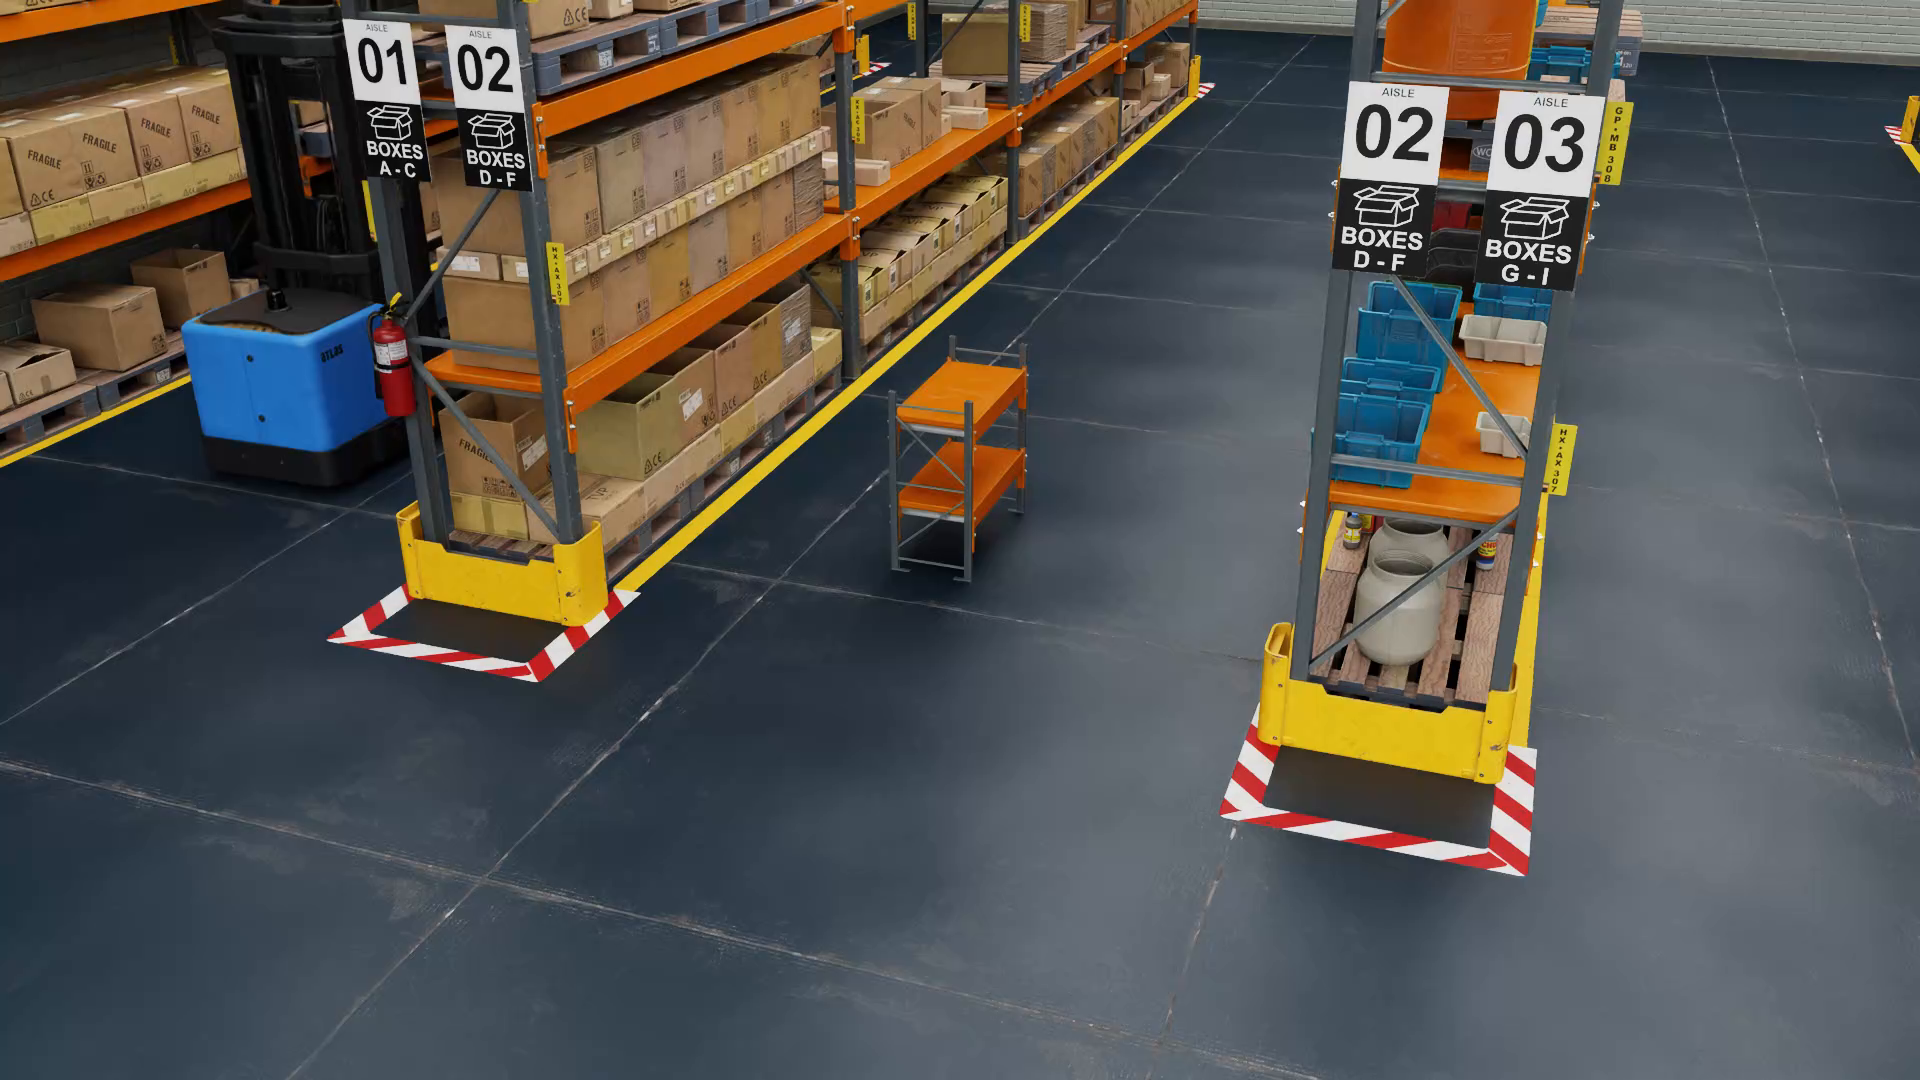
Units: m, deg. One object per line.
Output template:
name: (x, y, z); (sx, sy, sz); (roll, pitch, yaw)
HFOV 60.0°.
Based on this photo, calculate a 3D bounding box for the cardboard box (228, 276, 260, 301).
cardboard box: (-6.080, -2.084, 13.859); (0.380, 0.166, 0.250); (5, 26, 11)

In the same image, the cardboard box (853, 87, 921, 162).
cardboard box: (-0.645, -3.449, 13.817); (0.500, 0.500, 0.500); (9, 27, 18)

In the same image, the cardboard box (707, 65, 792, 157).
cardboard box: (-1.566, -2.907, 11.208); (0.700, 0.500, 0.500); (9, 27, 17)

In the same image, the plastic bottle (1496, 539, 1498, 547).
plastic bottle: (3.071, -0.071, 9.566); (0.061, 0.283, 0.133); (9, 27, 18)

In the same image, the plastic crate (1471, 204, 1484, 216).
plastic crate: (3.726, -2.610, 12.442); (0.450, 0.188, 0.662); (9, 27, 17)

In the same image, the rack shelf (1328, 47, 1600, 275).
rack shelf: (2.747, -2.153, 8.639); (1.077, 0.370, 4.000); (9, 27, 17)

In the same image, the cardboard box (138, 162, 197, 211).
cardboard box: (-6.128, -2.676, 12.484); (0.500, 0.250, 0.500); (9, 27, 17)

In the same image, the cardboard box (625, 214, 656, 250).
cardboard box: (-1.999, -1.807, 9.680); (0.380, 0.149, 0.250); (8, 27, 17)

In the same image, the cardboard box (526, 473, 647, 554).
cardboard box: (-2.200, -0.165, 9.821); (0.500, 0.250, 0.500); (9, 27, 17)

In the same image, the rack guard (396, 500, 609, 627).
rack guard: (-2.597, 0.110, 9.449); (1.175, 0.500, 0.348); (9, 27, 17)

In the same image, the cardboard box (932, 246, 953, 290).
cardboard box: (-0.378, -2.382, 14.401); (0.500, 0.250, 0.500); (9, 27, 18)

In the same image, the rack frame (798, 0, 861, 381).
rack frame: (-1.258, -2.669, 12.320); (1.000, 3.000, 0.127); (9, 27, 17)

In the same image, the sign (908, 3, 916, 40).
sign: (-0.441, -4.873, 15.634); (0.100, 0.325, 0.005); (9, 27, 17)

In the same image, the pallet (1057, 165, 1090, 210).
pallet: (0.765, -3.858, 17.977); (1.003, 0.211, 1.213); (9, 27, 17)

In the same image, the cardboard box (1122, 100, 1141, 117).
cardboard box: (2.027, -5.377, 20.660); (0.380, 0.166, 0.250); (9, 27, 17)

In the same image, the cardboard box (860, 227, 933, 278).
cardboard box: (-0.543, -2.424, 13.844); (0.500, 0.311, 0.500); (8, 27, 16)

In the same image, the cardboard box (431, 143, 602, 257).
cardboard box: (-2.404, -1.866, 9.058); (0.700, 0.500, 0.500); (9, 27, 18)

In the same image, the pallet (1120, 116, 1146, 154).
pallet: (1.634, -4.983, 20.300); (1.003, 0.211, 1.213); (9, 27, 17)

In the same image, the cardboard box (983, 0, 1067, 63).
cardboard box: (0.661, -5.170, 16.889); (0.700, 0.500, 0.500); (14, 29, 27)

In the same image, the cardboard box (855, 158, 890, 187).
cardboard box: (-0.770, -2.890, 13.065); (0.380, 0.149, 0.250); (9, 27, 17)

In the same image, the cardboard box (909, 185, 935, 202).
cardboard box: (-0.545, -3.127, 15.295); (0.500, 0.311, 0.500); (8, 27, 16)

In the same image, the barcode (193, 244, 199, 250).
barcode: (-6.336, -2.415, 13.793); (0.001, 0.075, 0.075); (9, 27, 17)

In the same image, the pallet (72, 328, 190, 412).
pallet: (-6.525, -1.346, 12.788); (1.003, 0.211, 1.213); (9, 27, 17)

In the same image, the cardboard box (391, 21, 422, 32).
cardboard box: (-5.140, -4.563, 15.612); (0.700, 0.500, 0.500); (9, 27, 17)

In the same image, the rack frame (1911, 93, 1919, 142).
rack frame: (12.076, -6.162, 19.535); (1.000, 3.000, 0.127); (9, 27, 17)

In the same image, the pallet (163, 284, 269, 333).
pallet: (-6.120, -1.849, 13.827); (1.003, 0.211, 1.213); (9, 27, 17)

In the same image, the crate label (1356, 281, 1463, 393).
crate label: (2.439, -1.117, 9.074); (0.502, 0.435, 0.616); (9, 27, 17)

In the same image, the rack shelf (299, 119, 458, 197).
rack shelf: (-5.265, -3.884, 15.655); (1.077, 0.370, 4.000); (9, 27, 17)

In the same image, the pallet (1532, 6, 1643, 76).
pallet: (3.264, -2.903, 9.579); (1.213, 0.211, 1.003); (9, 27, 17)

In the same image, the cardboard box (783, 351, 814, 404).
cardboard box: (-1.381, -1.194, 11.947); (0.500, 0.250, 0.500); (9, 27, 17)

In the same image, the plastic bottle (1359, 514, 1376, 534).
plastic bottle: (2.389, -0.195, 9.832); (0.152, 0.276, 0.135); (9, 27, 18)

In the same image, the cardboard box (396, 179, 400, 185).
cardboard box: (-5.388, -3.497, 15.533); (0.500, 0.250, 0.500); (8, 27, 16)

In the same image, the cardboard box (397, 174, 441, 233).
cardboard box: (-5.368, -3.187, 15.754); (0.700, 0.500, 0.500); (9, 27, 18)

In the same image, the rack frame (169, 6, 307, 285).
rack frame: (-5.930, -3.386, 13.800); (1.000, 3.000, 0.127); (9, 27, 17)

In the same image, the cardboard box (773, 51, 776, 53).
cardboard box: (-2.636, -6.436, 21.742); (0.380, 0.149, 0.250); (10, 27, 19)

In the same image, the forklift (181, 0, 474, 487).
forklift: (-4.079, -2.285, 11.606); (1.130, 2.935, 3.031); (8, 27, 17)

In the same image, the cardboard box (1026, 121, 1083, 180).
cardboard box: (1.004, -4.168, 17.779); (0.500, 0.500, 0.500); (8, 27, 16)

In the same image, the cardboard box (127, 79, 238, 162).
cardboard box: (-5.957, -3.220, 12.746); (0.500, 0.500, 0.500); (9, 27, 17)

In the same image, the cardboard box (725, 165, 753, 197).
cardboard box: (-1.570, -2.341, 10.784); (0.380, 0.149, 0.250); (10, 27, 19)

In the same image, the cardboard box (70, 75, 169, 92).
cardboard box: (-6.459, -3.290, 12.891); (0.500, 0.500, 0.500); (9, 27, 17)

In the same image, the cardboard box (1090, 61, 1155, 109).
cardboard box: (2.025, -5.804, 21.154); (0.797, 0.503, 0.637); (9, 27, 17)

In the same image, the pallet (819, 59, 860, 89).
pallet: (-2.129, -6.722, 23.891); (1.003, 0.211, 1.213); (9, 27, 17)

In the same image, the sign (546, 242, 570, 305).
sign: (-2.067, -1.367, 8.548); (0.100, 0.325, 0.005); (9, 27, 17)

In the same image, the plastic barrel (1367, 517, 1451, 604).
plastic barrel: (2.395, 0.138, 8.896); (0.421, 0.512, 0.421); (0, 26, 0)

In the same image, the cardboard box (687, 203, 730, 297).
cardboard box: (-1.909, -1.897, 10.610); (0.700, 0.500, 0.500); (10, 27, 19)

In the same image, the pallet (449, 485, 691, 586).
pallet: (-2.374, -0.090, 10.194); (1.003, 0.211, 1.213); (9, 27, 17)

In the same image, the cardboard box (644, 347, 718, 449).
cardboard box: (-1.882, -0.915, 10.511); (0.500, 0.500, 0.500); (9, 27, 17)

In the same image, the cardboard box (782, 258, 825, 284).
cardboard box: (-1.393, -2.081, 13.135); (0.500, 0.311, 0.500); (9, 27, 17)

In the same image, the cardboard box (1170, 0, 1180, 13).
cardboard box: (2.503, -7.004, 21.158); (0.500, 0.500, 0.500); (9, 27, 18)

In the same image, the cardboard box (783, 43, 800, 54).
cardboard box: (-2.579, -6.446, 22.508); (0.700, 0.500, 0.500); (9, 27, 19)

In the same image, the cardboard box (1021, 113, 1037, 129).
cardboard box: (0.515, -4.586, 17.783); (0.500, 0.250, 0.500); (8, 27, 16)

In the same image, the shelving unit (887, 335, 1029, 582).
shelving unit: (0.002, -0.509, 10.011); (0.538, 1.125, 1.048); (9, 27, 17)

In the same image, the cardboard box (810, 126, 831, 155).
cardboard box: (-1.146, -2.863, 11.862); (0.380, 0.149, 0.250); (9, 27, 17)

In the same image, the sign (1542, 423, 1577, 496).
sign: (2.599, -0.348, 7.209); (0.100, 0.325, 0.005); (9, 27, 17)

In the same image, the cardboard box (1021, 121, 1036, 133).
cardboard box: (0.505, -4.233, 17.914); (0.500, 0.500, 0.500); (8, 27, 15)
